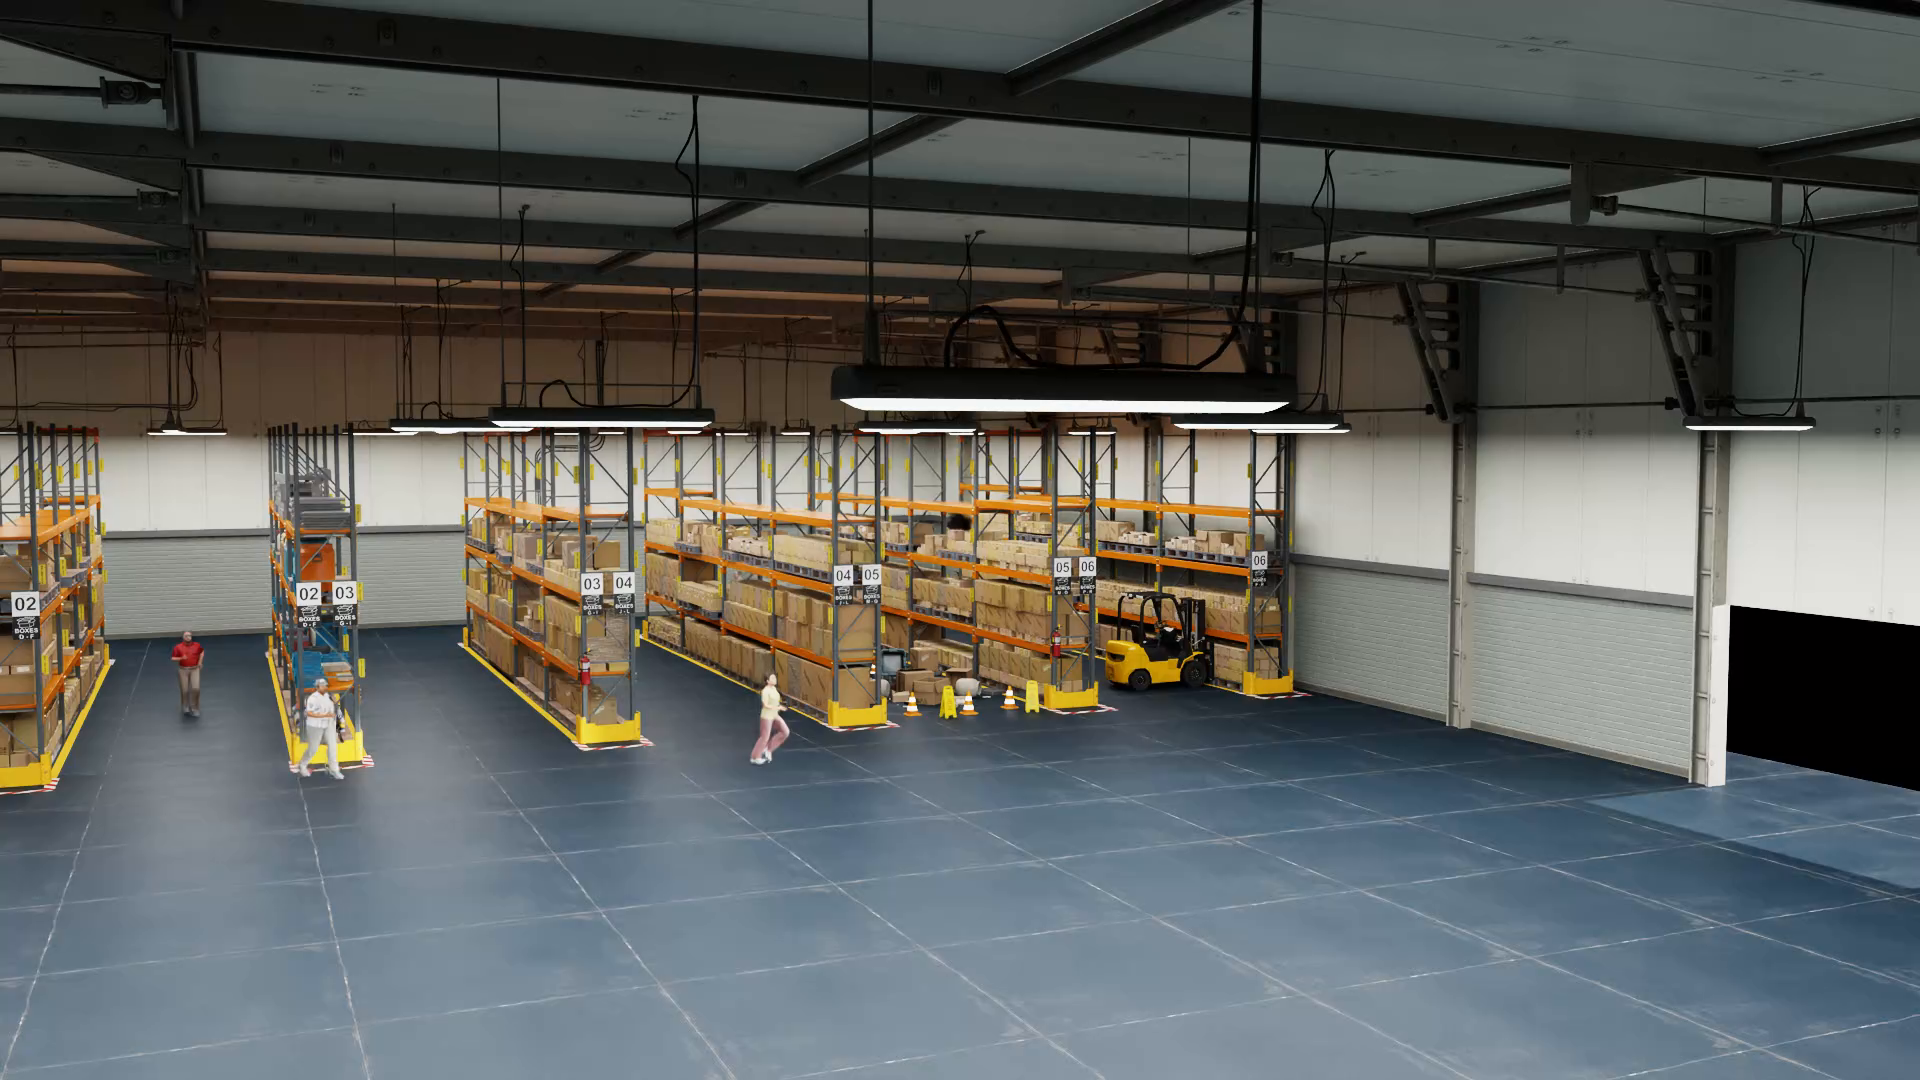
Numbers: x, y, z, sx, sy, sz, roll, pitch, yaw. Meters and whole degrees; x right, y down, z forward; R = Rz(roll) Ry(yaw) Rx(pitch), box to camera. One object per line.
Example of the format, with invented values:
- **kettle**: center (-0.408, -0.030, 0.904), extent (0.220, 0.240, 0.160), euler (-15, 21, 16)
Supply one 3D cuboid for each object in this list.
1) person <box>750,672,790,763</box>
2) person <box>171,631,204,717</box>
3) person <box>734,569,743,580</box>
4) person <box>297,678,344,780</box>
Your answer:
- **person**: center (-3.319, 3.109, 29.144), extent (0.745, 1.616, 0.592), euler (1, 4, 23)
- **person**: center (-15.924, 2.807, 34.339), extent (0.640, 1.718, 0.755), euler (-2, 4, -30)
- **person**: center (-6.730, 1.789, 50.243), extent (0.757, 1.833, 0.636), euler (-2, 4, -27)
- **person**: center (-10.774, 3.179, 27.961), extent (0.834, 1.719, 0.615), euler (1, 4, 22)
